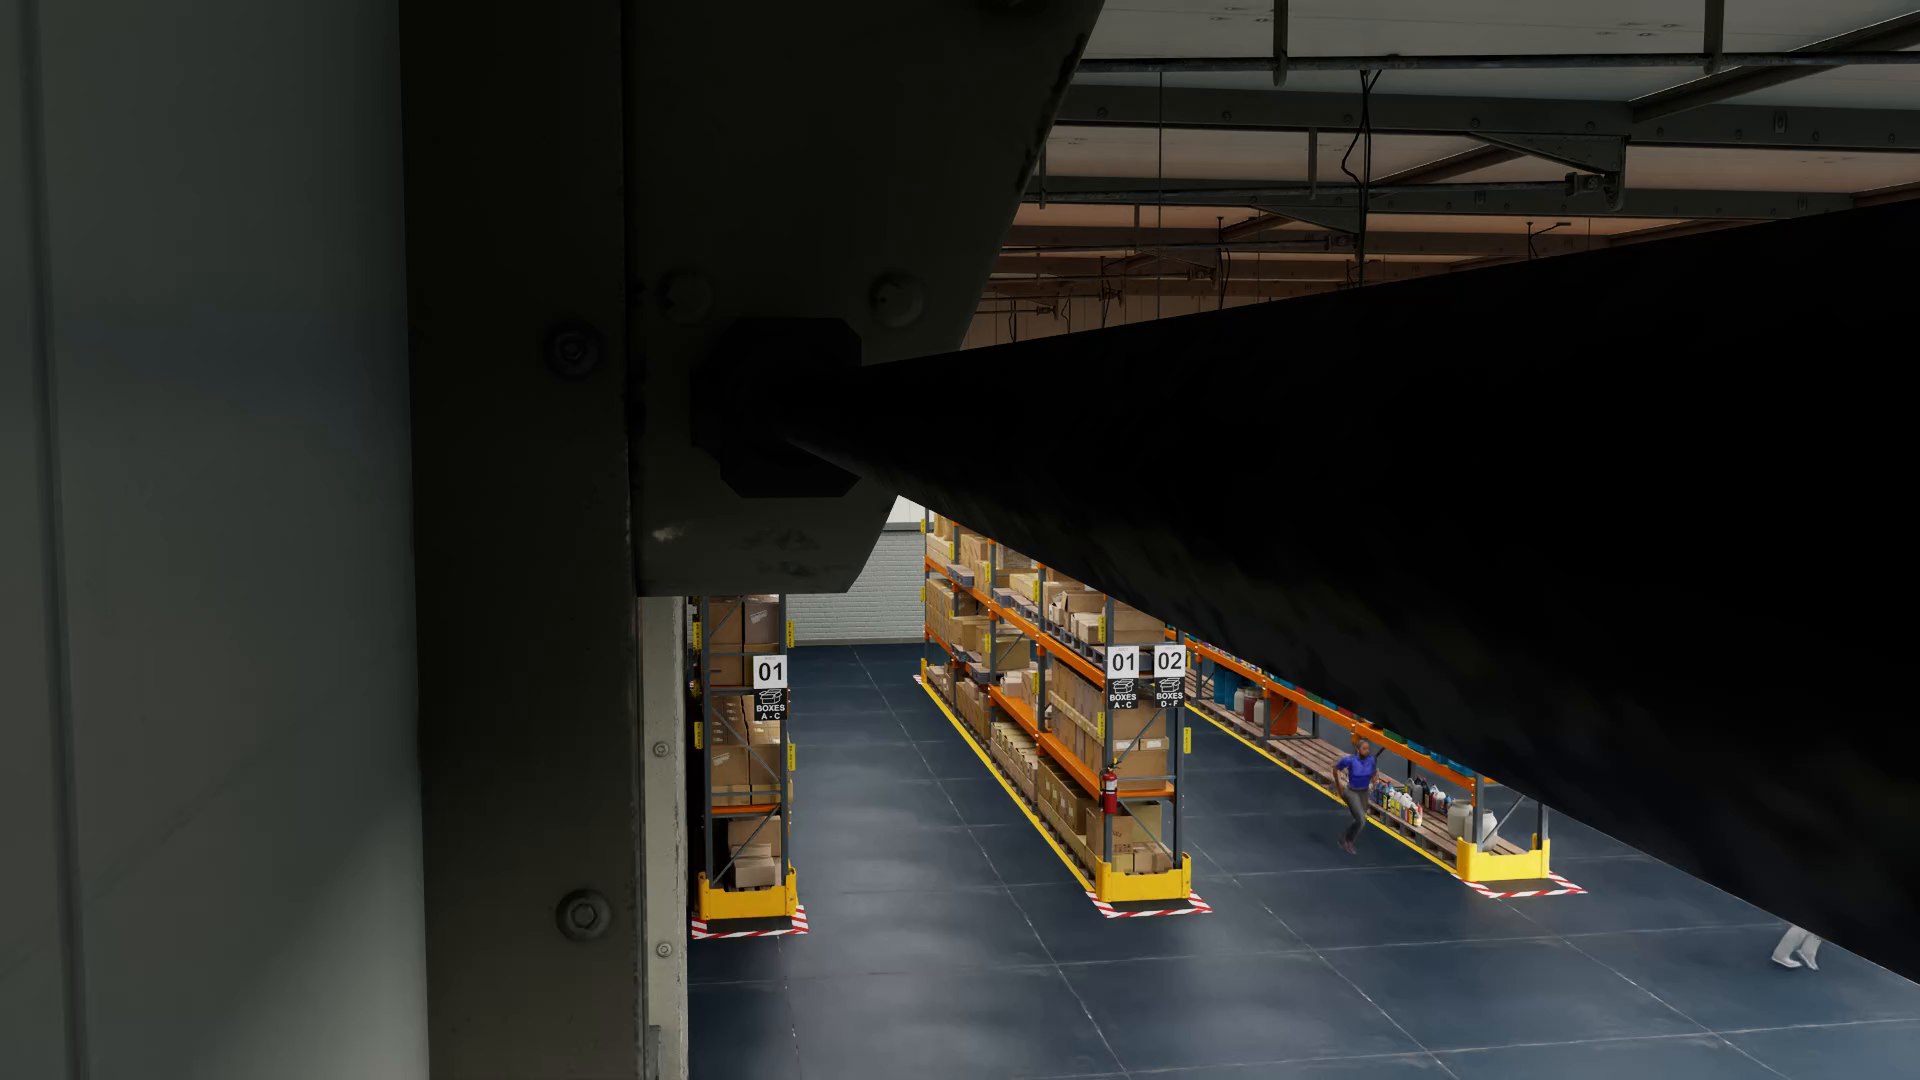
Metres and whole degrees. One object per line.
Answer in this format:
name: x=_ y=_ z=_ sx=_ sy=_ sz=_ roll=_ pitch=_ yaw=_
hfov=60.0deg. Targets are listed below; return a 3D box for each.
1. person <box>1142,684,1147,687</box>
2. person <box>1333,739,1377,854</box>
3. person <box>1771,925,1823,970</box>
person: x=3.166 y=2.863 z=30.330 sx=0.606 sy=1.627 sz=0.517 roll=-1 pitch=5 yaw=-10
person: x=5.443 y=3.516 z=22.771 sx=0.541 sy=1.616 sz=0.717 roll=-2 pitch=5 yaw=-24
person: x=9.326 y=3.905 z=18.244 sx=0.717 sy=1.743 sz=0.590 roll=2 pitch=5 yaw=21
